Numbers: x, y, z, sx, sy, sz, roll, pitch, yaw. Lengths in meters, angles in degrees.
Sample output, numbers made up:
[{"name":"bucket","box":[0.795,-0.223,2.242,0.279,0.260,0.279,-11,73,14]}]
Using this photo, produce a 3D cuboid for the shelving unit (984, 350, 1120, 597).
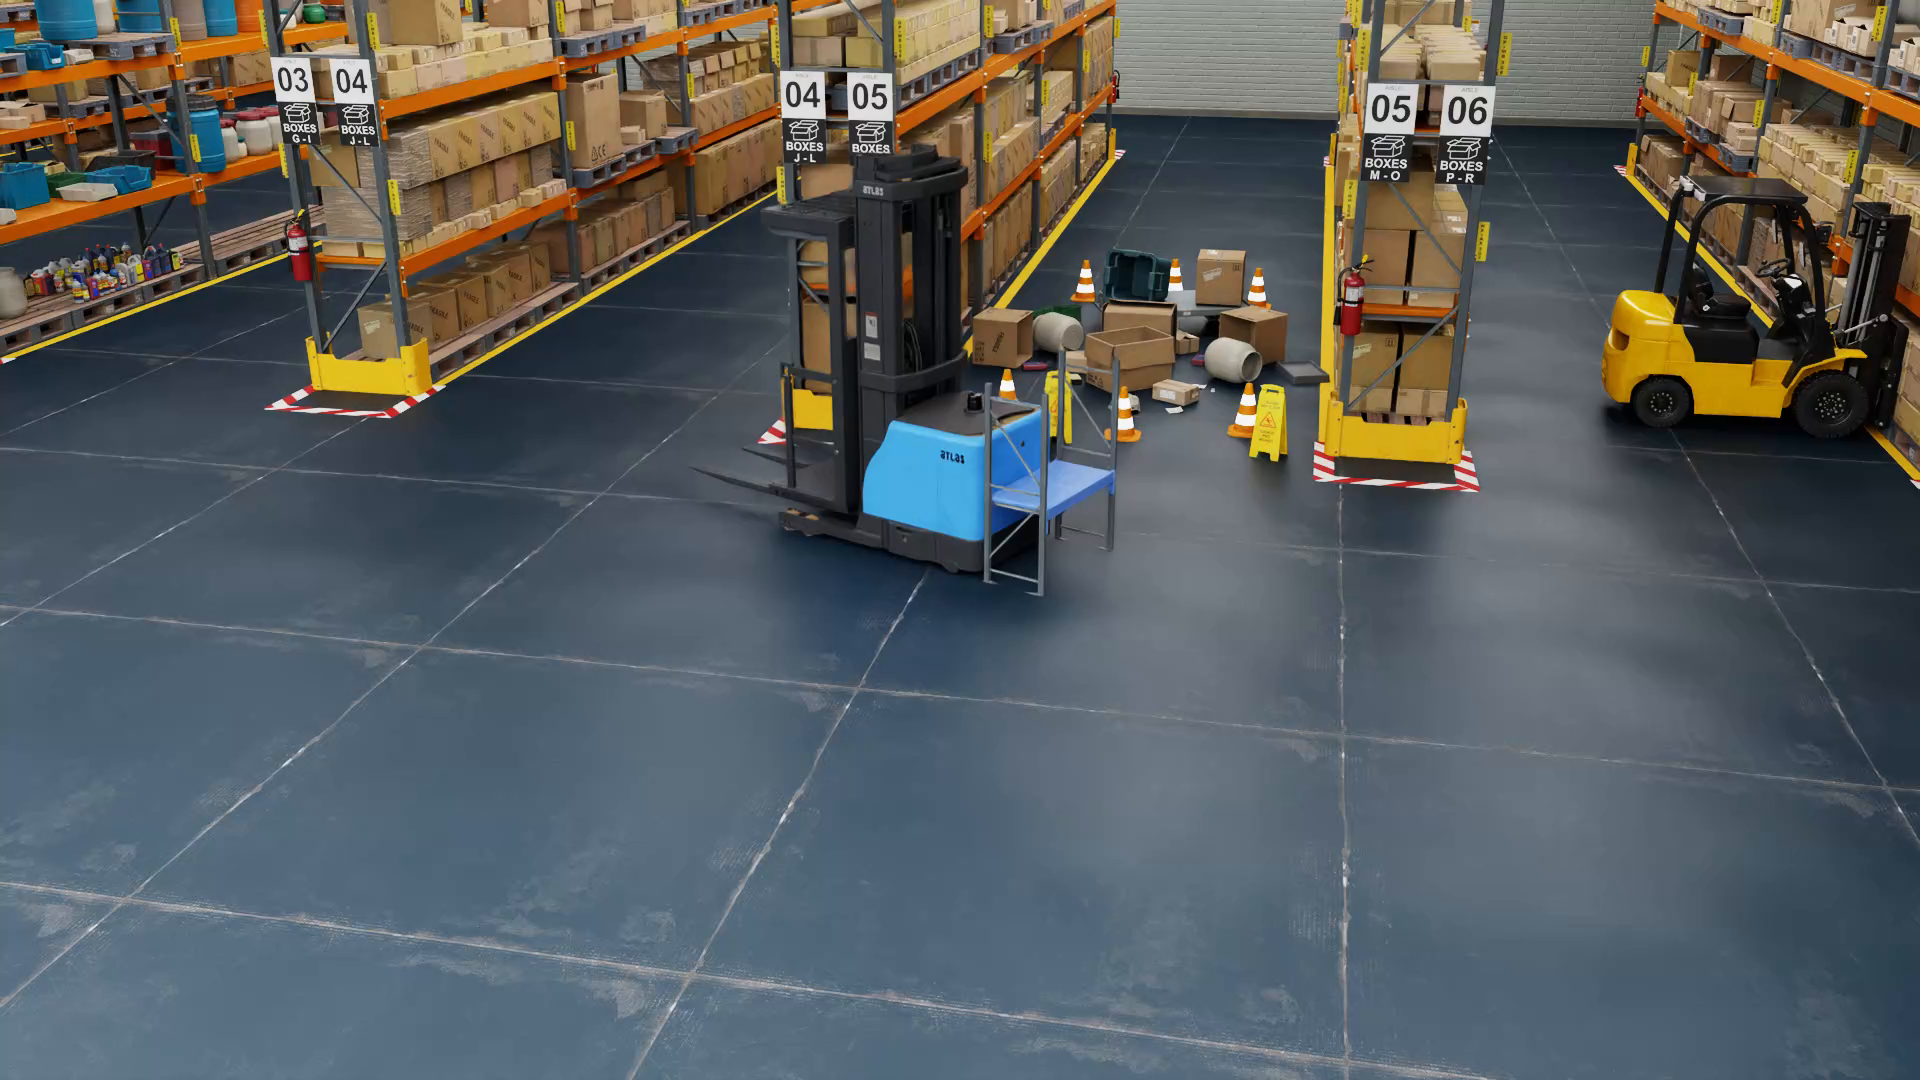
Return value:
[{"name":"shelving unit","box":[0.670,-0.502,12.091,0.538,1.500,1.048,14,26,31]}]

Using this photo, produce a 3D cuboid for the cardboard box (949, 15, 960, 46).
[{"name":"cardboard box","box":[-0.293,-5.065,16.507,0.500,0.250,0.500,4,22,10]}]

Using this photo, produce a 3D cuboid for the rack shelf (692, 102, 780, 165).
[{"name":"rack shelf","box":[-3.847,-6.207,25.214,1.077,0.370,4.000,4,22,11]}]

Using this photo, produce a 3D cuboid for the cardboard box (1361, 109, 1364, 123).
[{"name":"cardboard box","box":[3.632,-3.649,14.219,0.380,0.149,0.250,5,22,11]}]

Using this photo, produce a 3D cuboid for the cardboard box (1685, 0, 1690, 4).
[{"name":"cardboard box","box":[11.188,-8.173,24.919,0.500,0.250,0.500,5,22,12]}]

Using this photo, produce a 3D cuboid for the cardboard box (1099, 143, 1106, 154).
[{"name":"cardboard box","box":[2.356,-6.883,29.182,0.380,0.149,0.250,5,23,13]}]

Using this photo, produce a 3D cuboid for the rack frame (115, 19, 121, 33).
[{"name":"rack frame","box":[-17.170,-9.868,33.341,1.000,3.000,0.127,4,22,11]}]

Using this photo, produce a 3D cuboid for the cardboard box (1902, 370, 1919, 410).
[{"name":"cardboard box","box":[8.580,-1.287,14.484,0.500,0.250,0.500,4,22,10]}]

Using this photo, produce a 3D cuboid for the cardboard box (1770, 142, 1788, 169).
[{"name":"cardboard box","box":[9.874,-4.513,19.575,0.500,0.250,0.500,5,23,13]}]

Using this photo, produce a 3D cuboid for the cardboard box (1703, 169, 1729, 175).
[{"name":"cardboard box","box":[10.767,-5.163,23.575,0.380,0.149,0.250,3,22,8]}]

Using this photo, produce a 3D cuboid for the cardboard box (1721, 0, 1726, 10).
[{"name":"cardboard box","box":[10.466,-7.203,22.349,0.380,0.149,0.250,4,22,10]}]

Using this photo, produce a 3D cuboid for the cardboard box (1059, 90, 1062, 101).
[{"name":"cardboard box","box":[1.297,-6.531,24.430,0.380,0.149,0.250,3,22,8]}]

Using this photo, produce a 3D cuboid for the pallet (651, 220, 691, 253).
[{"name":"pallet","box":[-4.416,-4.231,23.075,1.003,0.211,1.213,4,22,11]}]

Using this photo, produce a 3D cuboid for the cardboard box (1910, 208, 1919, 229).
[{"name":"cardboard box","box":[8.833,-2.901,15.040,0.380,0.149,0.250,4,22,10]}]

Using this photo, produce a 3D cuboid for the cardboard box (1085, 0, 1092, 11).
[{"name":"cardboard box","box":[1.749,-8.329,25.704,0.500,0.250,0.500,6,23,14]}]

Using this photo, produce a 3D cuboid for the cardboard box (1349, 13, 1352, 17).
[{"name":"cardboard box","box":[5.463,-7.063,21.665,0.700,0.500,0.500,3,22,8]}]

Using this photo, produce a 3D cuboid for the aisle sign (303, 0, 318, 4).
[{"name":"aisle sign","box":[-12.593,-10.745,32.039,0.394,0.787,0.004,4,22,11]}]

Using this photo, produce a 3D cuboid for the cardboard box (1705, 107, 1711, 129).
[{"name":"cardboard box","box":[10.464,-5.794,22.842,0.396,0.266,0.258,6,23,14]}]

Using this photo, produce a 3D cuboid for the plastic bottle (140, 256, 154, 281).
[{"name":"plastic bottle","box":[-9.801,-3.278,20.025,0.061,0.283,0.133,6,23,14]}]

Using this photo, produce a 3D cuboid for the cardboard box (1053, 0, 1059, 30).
[{"name":"cardboard box","box":[1.052,-7.204,22.578,0.500,0.500,0.500,4,22,11]}]

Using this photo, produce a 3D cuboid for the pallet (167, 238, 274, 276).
[{"name":"pallet","box":[-9.798,-3.721,21.810,1.003,0.211,1.213,4,22,11]}]

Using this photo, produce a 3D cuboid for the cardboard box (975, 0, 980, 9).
[{"name":"cardboard box","box":[0.001,-5.660,17.449,0.380,0.149,0.250,4,22,10]}]

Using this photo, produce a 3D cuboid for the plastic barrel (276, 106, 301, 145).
[{"name":"plastic barrel","box":[-9.190,-5.693,22.823,0.421,0.512,0.421,0,22,0]}]

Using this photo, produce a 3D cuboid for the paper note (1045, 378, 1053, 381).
[{"name":"paper note","box":[0.909,-1.632,16.892,0.032,0.001,0.123,18,28,38]}]

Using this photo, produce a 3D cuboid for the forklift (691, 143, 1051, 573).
[{"name":"forklift","box":[-0.802,-1.532,12.733,3.031,2.935,1.130,15,26,32]}]

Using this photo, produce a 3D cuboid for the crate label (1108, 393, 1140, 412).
[{"name":"crate label","box":[1.583,-1.309,15.920,0.250,0.136,0.298,-7,23,-17]}]

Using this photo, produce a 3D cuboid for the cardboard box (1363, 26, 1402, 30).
[{"name":"cardboard box","box":[4.222,-5.048,16.627,0.380,0.149,0.250,5,23,13]}]

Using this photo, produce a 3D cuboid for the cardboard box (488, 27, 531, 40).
[{"name":"cardboard box","box":[-4.998,-5.622,18.449,0.380,0.149,0.250,5,22,12]}]

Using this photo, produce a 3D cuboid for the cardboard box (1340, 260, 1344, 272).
[{"name":"cardboard box","box":[4.058,-2.735,16.876,0.380,0.149,0.250,5,23,13]}]

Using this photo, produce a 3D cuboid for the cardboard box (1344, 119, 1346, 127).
[{"name":"cardboard box","box":[5.297,-5.413,21.811,0.500,0.250,0.500,4,22,11]}]

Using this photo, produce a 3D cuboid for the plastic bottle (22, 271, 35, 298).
[{"name":"plastic bottle","box":[-10.784,-2.955,19.222,0.061,0.283,0.133,5,22,12]}]

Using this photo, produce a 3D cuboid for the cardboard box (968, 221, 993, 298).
[{"name":"cardboard box","box":[-0.197,-3.317,19.523,1.050,0.750,0.750,4,22,11]}]

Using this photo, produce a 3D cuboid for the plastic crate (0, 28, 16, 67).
[{"name":"plastic crate","box":[-10.642,-5.366,18.168,0.392,0.384,0.575,4,22,11]}]

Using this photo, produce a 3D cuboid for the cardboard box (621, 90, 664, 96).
[{"name":"cardboard box","box":[-4.326,-5.850,22.669,0.500,0.500,0.500,2,22,4]}]

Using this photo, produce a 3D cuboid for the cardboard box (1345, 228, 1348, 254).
[{"name":"cardboard box","box":[3.867,-2.898,15.502,0.500,0.500,0.500,4,22,11]}]

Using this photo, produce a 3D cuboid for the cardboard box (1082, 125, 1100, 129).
[{"name":"cardboard box","box":[2.245,-7.168,29.095,0.380,0.149,0.250,5,22,12]}]

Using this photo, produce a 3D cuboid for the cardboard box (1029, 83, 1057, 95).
[{"name":"cardboard box","box":[1.185,-6.475,23.893,0.380,0.149,0.250,4,22,10]}]

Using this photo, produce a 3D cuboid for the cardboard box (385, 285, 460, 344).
[{"name":"cardboard box","box":[-5.655,-2.368,17.501,0.500,0.500,0.500,11,24,25]}]

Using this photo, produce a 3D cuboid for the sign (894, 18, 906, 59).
[{"name":"sign","box":[-0.510,-4.258,14.120,0.100,0.325,0.005,4,22,11]}]

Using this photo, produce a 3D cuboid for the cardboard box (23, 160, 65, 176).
[{"name":"cardboard box","box":[-13.818,-5.535,24.950,0.500,0.311,0.500,5,22,12]}]

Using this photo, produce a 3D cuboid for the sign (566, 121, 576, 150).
[{"name":"sign","box":[-4.538,-4.710,19.374,0.100,0.325,0.005,4,22,11]}]

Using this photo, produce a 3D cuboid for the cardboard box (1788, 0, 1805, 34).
[{"name":"cardboard box","box":[9.920,-6.110,19.164,0.500,0.500,0.500,5,22,11]}]

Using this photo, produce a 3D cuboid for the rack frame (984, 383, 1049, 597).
[{"name":"rack frame","box":[0.390,-0.343,11.698,0.500,1.500,0.032,14,26,31]}]

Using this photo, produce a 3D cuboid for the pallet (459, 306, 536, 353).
[{"name":"pallet","box":[-5.420,-2.357,18.425,1.003,0.211,1.213,4,22,11]}]

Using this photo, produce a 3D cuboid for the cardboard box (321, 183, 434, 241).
[{"name":"cardboard box","box":[-5.748,-3.267,16.419,0.875,0.500,0.500,4,22,11]}]

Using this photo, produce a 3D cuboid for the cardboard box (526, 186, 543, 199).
[{"name":"cardboard box","box":[-4.997,-3.952,18.987,0.380,0.149,0.250,4,22,11]}]

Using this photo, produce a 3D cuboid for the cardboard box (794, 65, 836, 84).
[{"name":"cardboard box","box":[-1.316,-4.132,14.724,0.380,0.149,0.250,4,22,11]}]

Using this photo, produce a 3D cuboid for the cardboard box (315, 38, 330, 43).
[{"name":"cardboard box","box":[-12.243,-9.634,31.286,0.500,0.500,0.500,5,22,12]}]

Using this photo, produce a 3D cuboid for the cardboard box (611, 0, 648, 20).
[{"name":"cardboard box","box":[-4.317,-6.918,21.196,0.500,0.500,0.500,5,22,12]}]

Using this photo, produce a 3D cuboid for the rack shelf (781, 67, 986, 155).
[{"name":"rack shelf","box":[-0.644,-4.258,16.359,1.077,0.370,4.000,4,22,11]}]

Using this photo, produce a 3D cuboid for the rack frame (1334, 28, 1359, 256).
[{"name":"rack frame","box":[5.447,-5.054,21.388,1.000,3.000,0.127,4,22,11]}]

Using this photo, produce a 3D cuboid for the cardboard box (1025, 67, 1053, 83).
[{"name":"cardboard box","box":[1.218,-7.240,26.284,0.500,0.500,0.500,4,22,11]}]

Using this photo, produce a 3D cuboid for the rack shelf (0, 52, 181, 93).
[{"name":"rack shelf","box":[-10.328,-5.051,18.327,1.077,0.370,4.000,4,22,11]}]

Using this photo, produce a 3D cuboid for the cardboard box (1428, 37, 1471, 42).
[{"name":"cardboard box","box":[4.581,-4.624,15.573,0.380,0.149,0.250,5,22,12]}]

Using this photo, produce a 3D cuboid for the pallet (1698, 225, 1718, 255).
[{"name":"pallet","box":[10.747,-4.099,22.748,1.003,0.211,1.213,4,22,11]}]

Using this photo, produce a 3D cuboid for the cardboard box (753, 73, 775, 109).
[{"name":"cardboard box","box":[-3.267,-7.127,26.401,0.500,0.500,0.500,5,22,11]}]

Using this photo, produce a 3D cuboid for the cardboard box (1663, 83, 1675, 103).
[{"name":"cardboard box","box":[11.296,-6.967,25.941,0.500,0.250,0.500,4,22,10]}]
